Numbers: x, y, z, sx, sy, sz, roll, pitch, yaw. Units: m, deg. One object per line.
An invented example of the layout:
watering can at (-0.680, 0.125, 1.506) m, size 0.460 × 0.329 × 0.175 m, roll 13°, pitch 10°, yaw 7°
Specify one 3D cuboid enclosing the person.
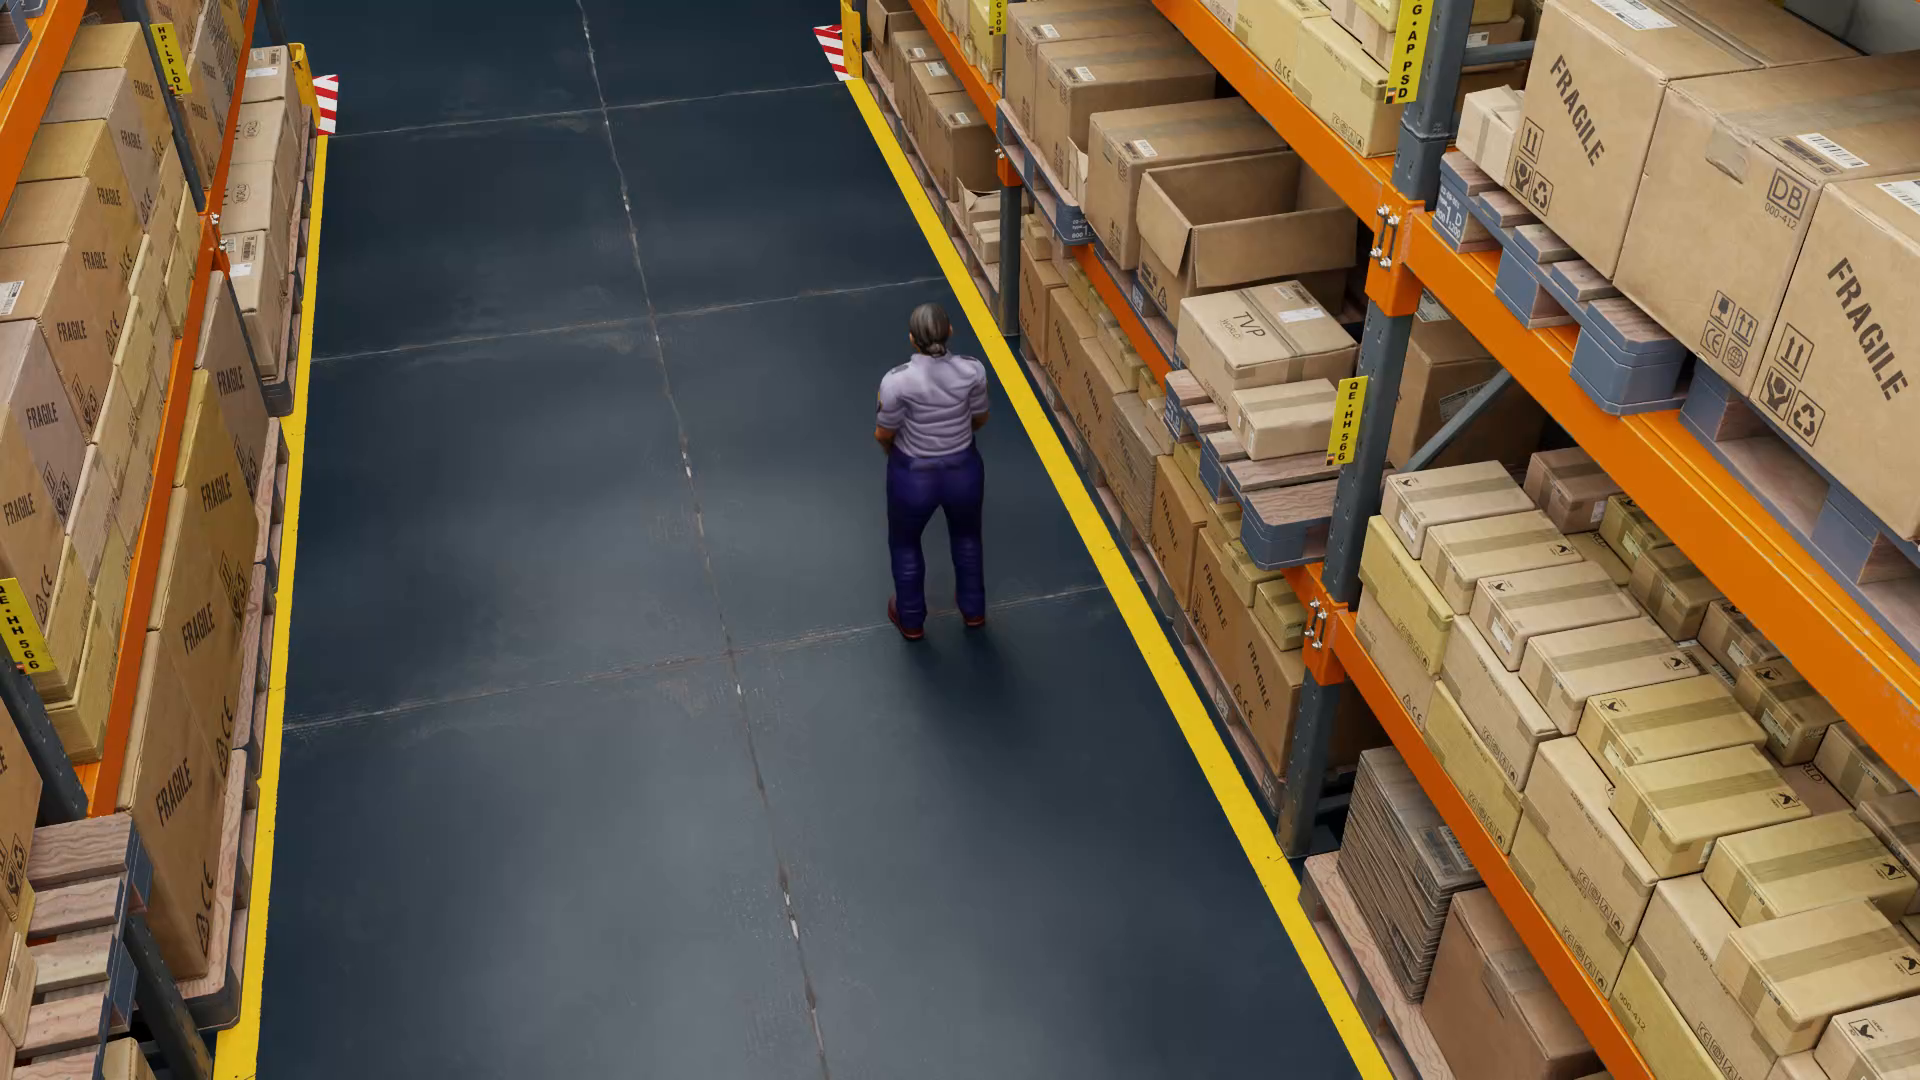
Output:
person at (-0.112, -0.282, 7.077) m, size 0.554 × 1.650 × 0.367 m, roll -12°, pitch 40°, yaw -14°
